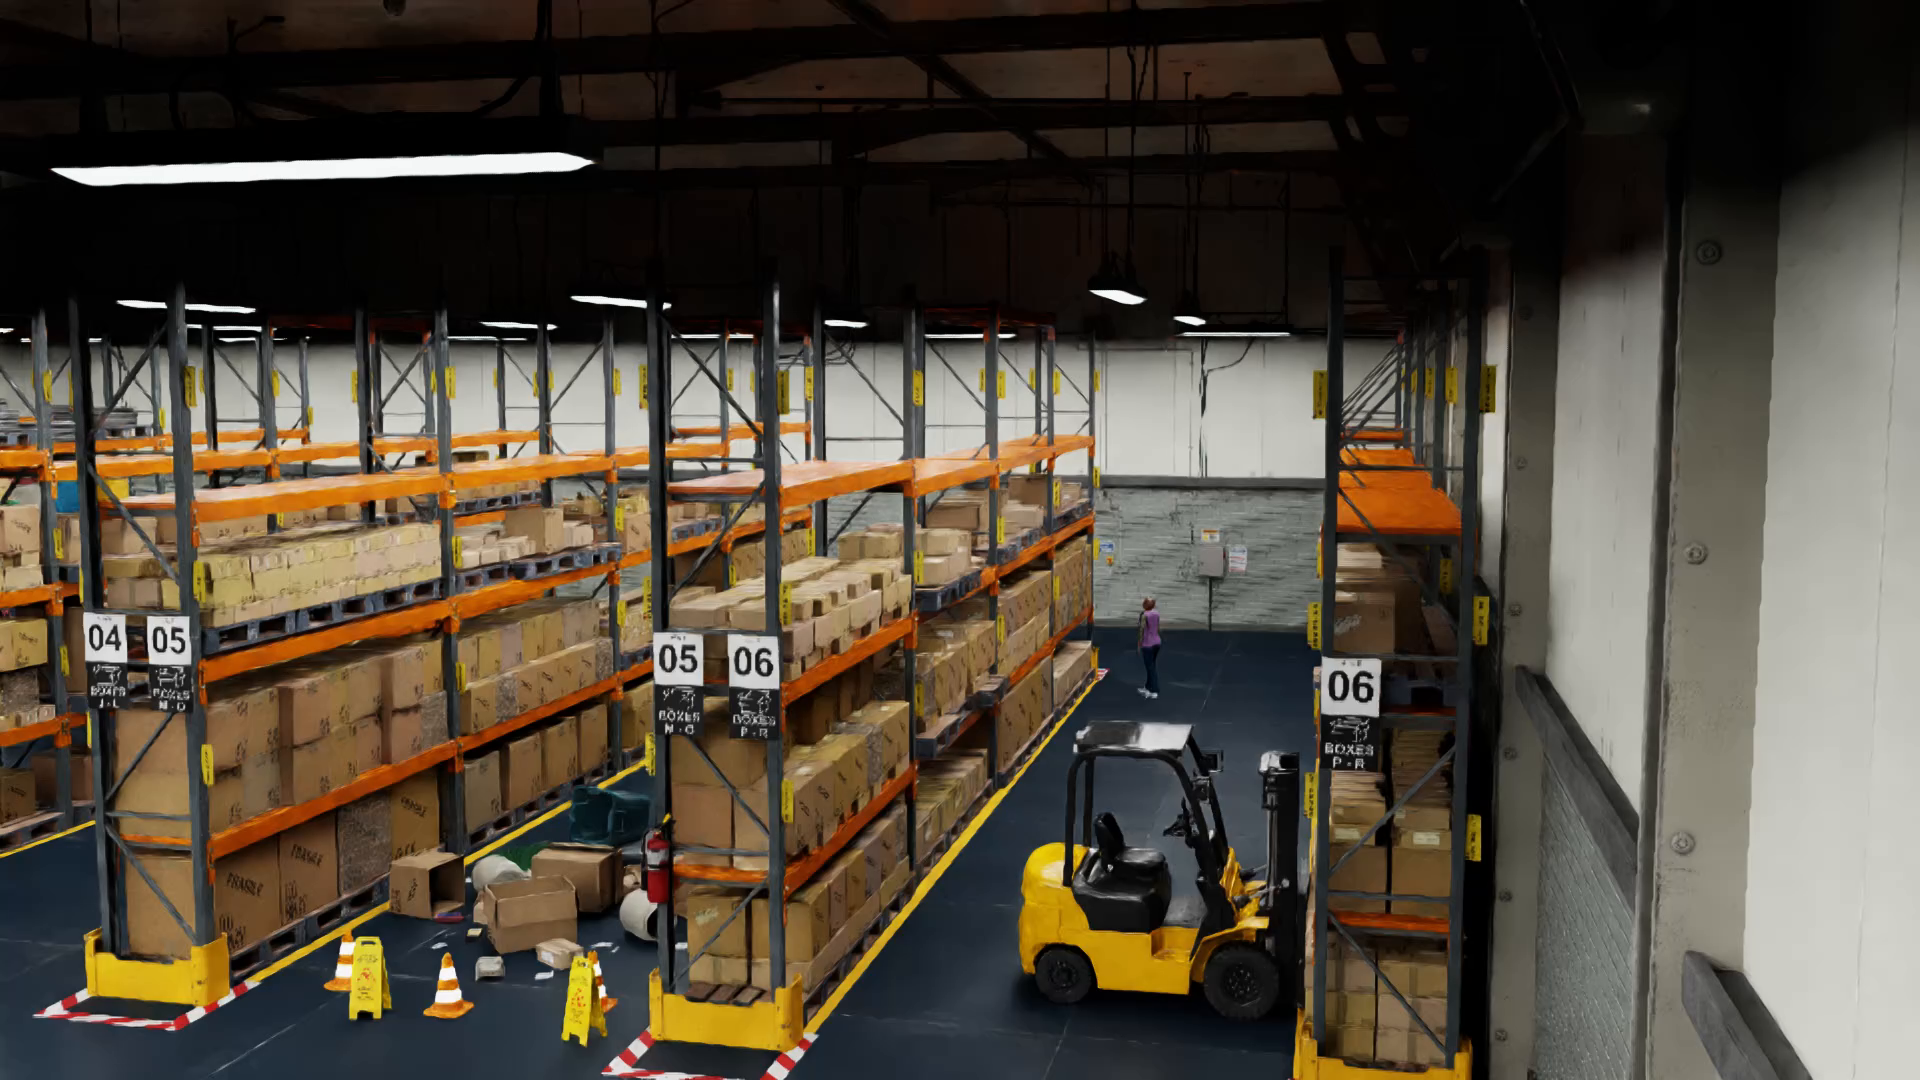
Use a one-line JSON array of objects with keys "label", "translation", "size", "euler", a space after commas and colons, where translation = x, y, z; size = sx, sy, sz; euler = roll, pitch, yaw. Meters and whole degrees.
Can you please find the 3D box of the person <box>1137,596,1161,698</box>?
[{"label": "person", "translation": [3.001, 1.684, 26.476], "size": [0.527, 1.592, 0.522], "euler": [5, 8, 43]}]
